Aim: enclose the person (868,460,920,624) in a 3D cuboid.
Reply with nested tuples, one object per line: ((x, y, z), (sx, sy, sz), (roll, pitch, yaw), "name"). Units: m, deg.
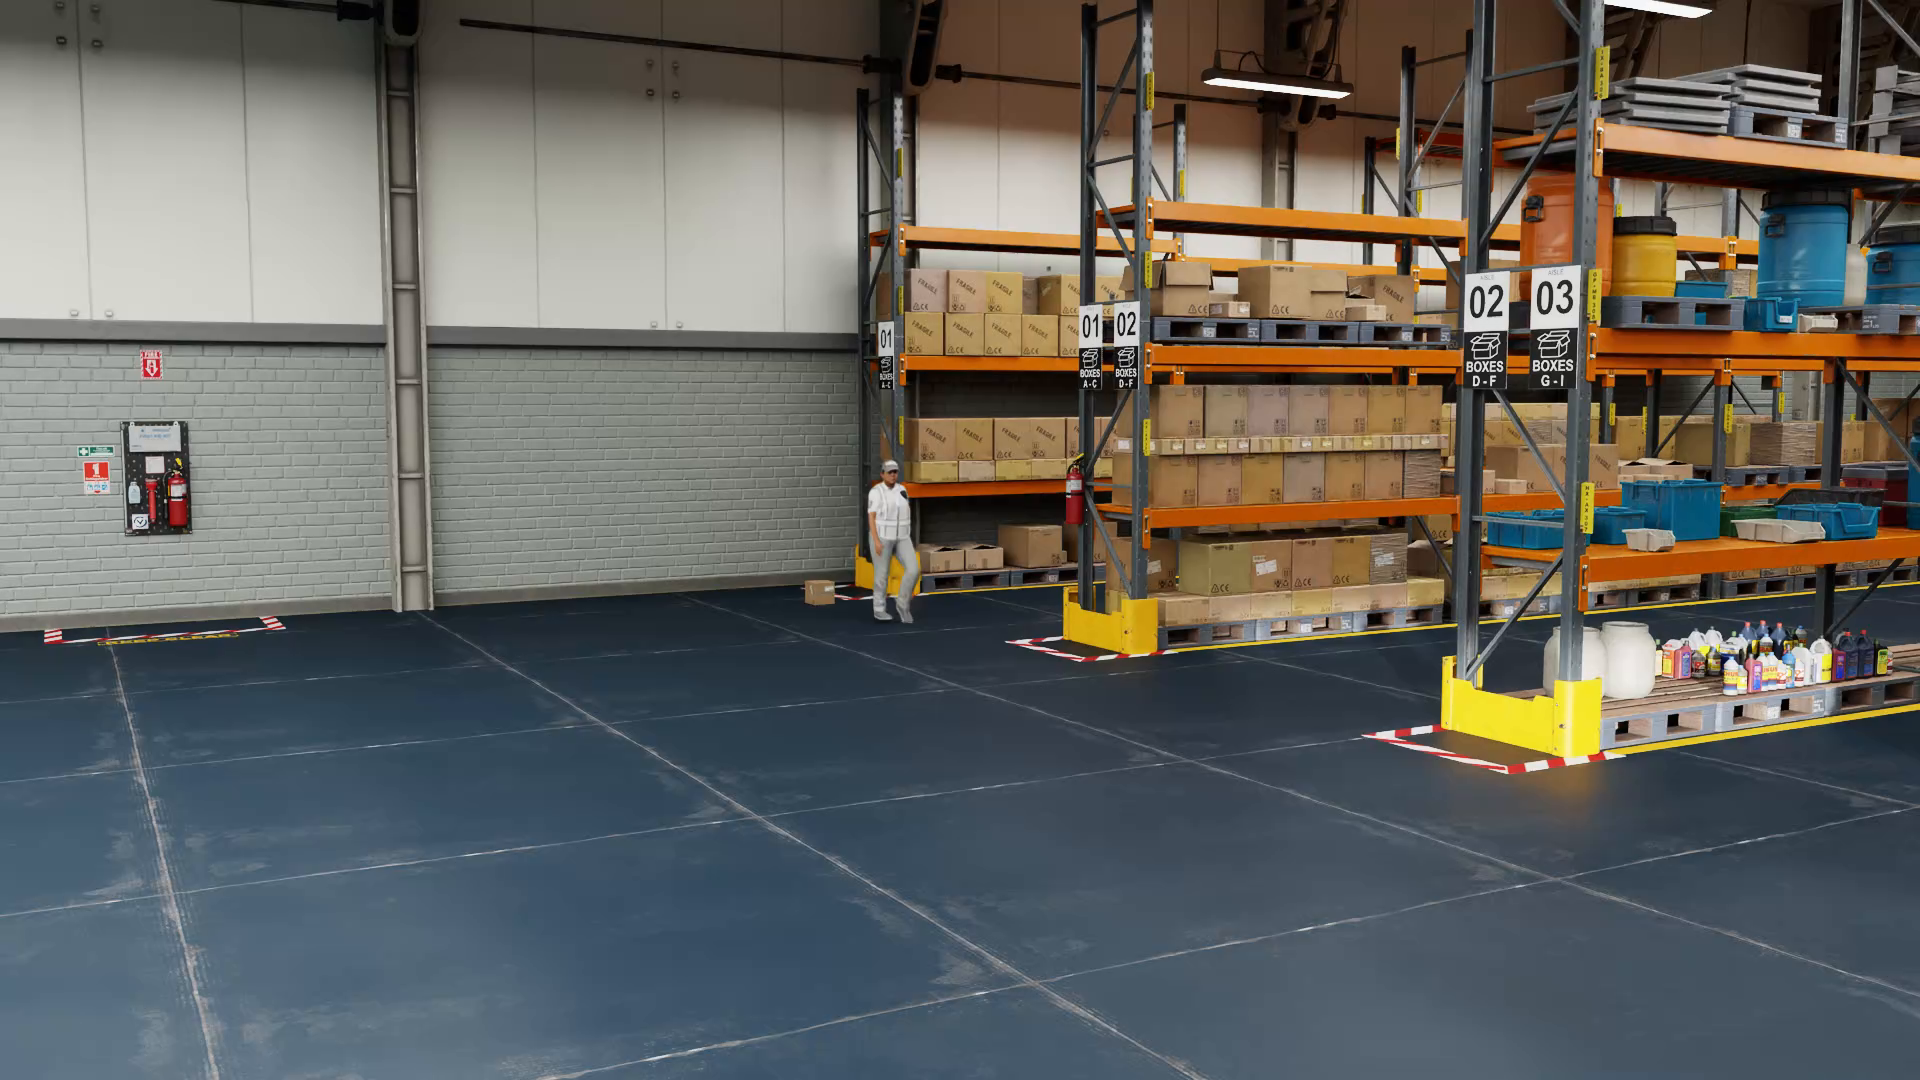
((-0.698, 0.036, 17.129), (0.521, 1.717, 0.501), (-3, 6, -27), "person")
